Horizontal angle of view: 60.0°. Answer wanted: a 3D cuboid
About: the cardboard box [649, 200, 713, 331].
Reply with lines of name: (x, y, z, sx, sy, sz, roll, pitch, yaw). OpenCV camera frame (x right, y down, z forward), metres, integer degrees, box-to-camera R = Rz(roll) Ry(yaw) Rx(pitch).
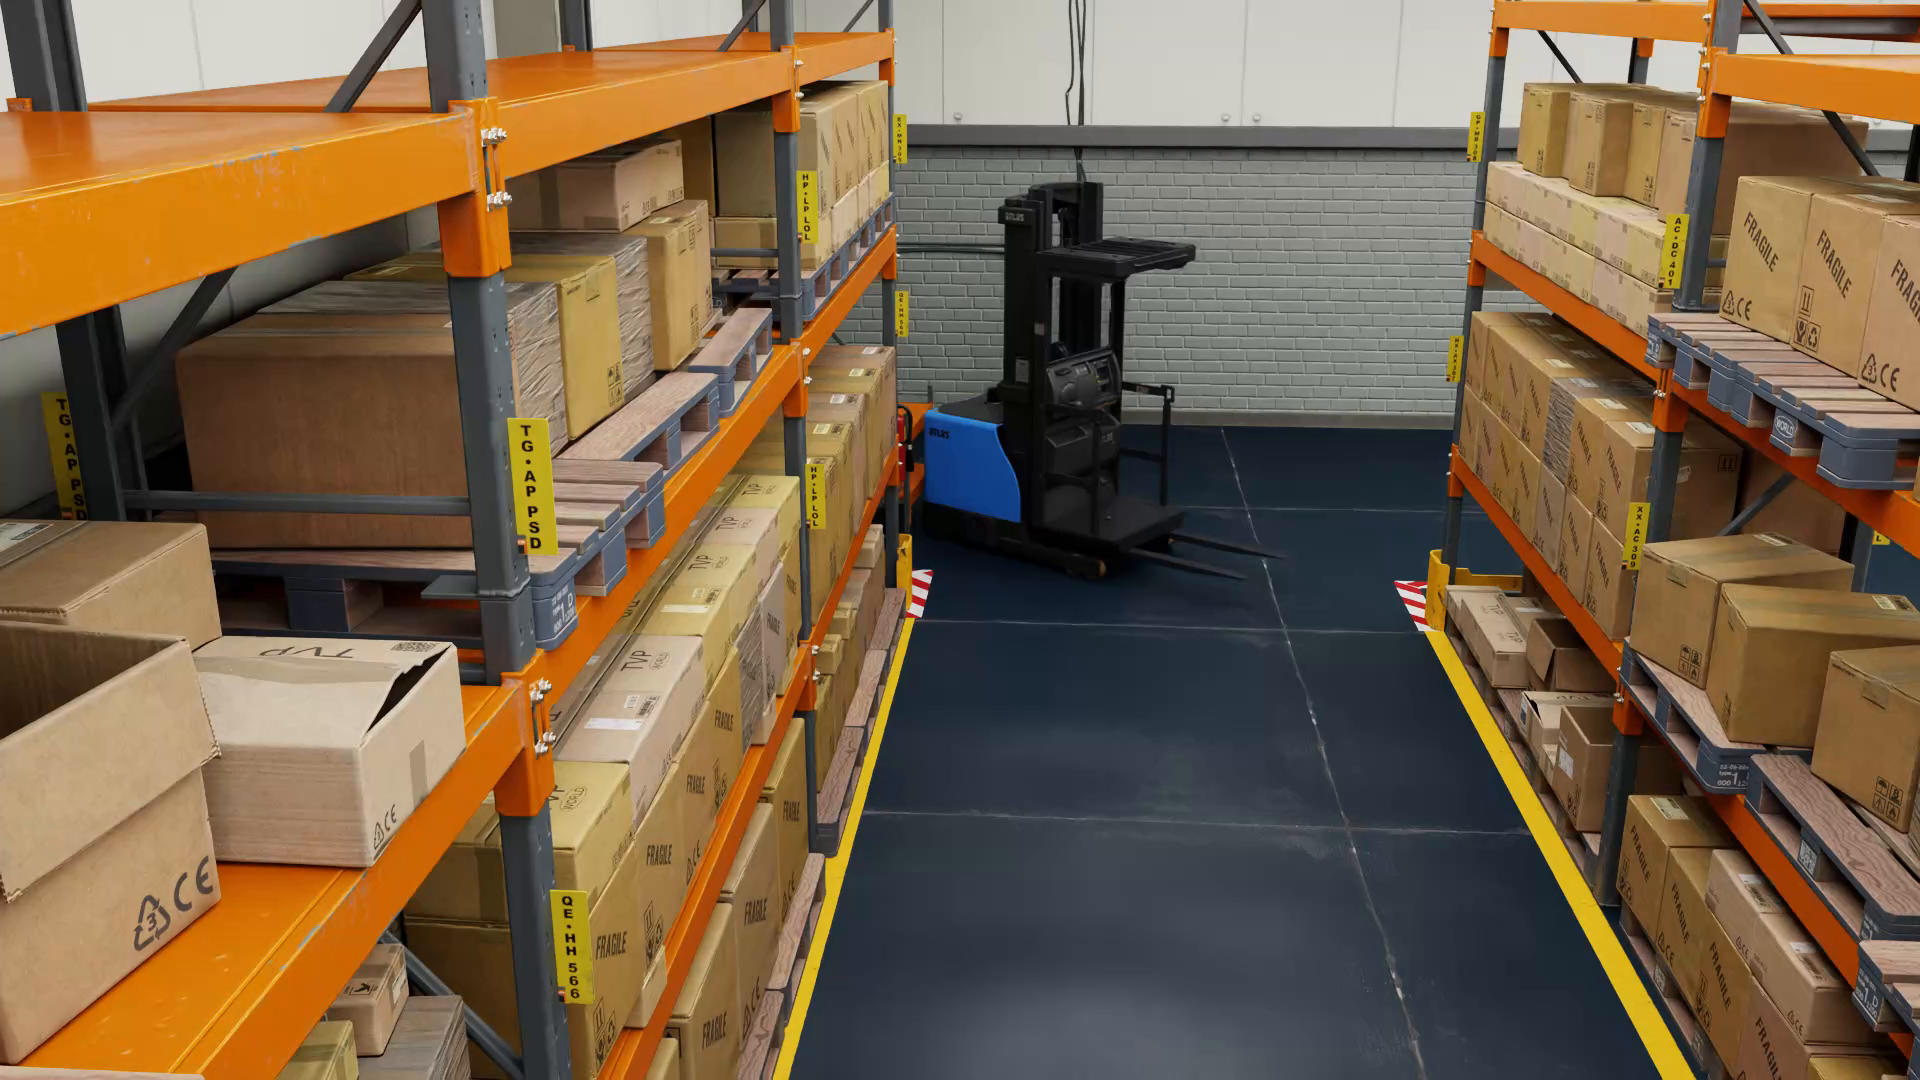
cardboard box: (-1.413, -1.116, 6.827, 0.700, 0.500, 0.500, 0, 18, 1)

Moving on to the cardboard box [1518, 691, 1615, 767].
cardboard box: (3.513, 1.057, 9.491, 0.500, 0.311, 0.500, 1, 18, 4)

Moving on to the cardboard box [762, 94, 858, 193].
cardboard box: (-0.849, -2.191, 9.176, 0.500, 0.500, 0.500, 1, 18, 4)

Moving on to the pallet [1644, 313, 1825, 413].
pallet: (3.584, -0.731, 6.820, 1.213, 0.211, 1.003, 1, 18, 4)

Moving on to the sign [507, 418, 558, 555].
sign: (-0.986, -0.121, 3.827, 0.100, 0.325, 0.005, 1, 18, 4)

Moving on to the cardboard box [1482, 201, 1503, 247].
cardboard box: (3.697, -2.038, 10.749, 0.500, 0.250, 0.500, 1, 18, 4)

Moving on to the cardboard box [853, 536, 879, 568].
cardboard box: (-0.749, 0.076, 11.172, 0.380, 0.149, 0.250, 2, 18, 5)

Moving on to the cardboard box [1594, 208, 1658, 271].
cardboard box: (3.504, -1.499, 8.302, 0.500, 0.250, 0.500, 1, 18, 4)

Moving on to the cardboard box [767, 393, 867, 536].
cardboard box: (-1.085, -0.468, 10.053, 0.980, 0.700, 0.700, 0, 18, 1)

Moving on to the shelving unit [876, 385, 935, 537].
shelving unit: (-0.572, -0.654, 14.113, 0.538, 1.125, 1.048, 3, 18, 10)

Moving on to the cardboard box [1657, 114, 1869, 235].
cardboard box: (3.698, -1.695, 7.696, 0.700, 0.500, 0.500, 1, 18, 4)

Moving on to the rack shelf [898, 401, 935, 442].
rack shelf: (-0.572, -0.932, 14.022, 0.538, 0.278, 1.000, 3, 18, 10)

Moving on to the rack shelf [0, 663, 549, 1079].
rack shelf: (-1.670, 1.075, 2.163, 1.077, 0.370, 4.000, 1, 18, 4)

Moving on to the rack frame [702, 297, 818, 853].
rack frame: (-1.240, 0.295, 8.205, 1.000, 3.000, 0.127, 1, 18, 4)

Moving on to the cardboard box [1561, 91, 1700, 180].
cardboard box: (3.918, -2.315, 9.587, 0.700, 0.500, 0.500, 1, 18, 4)

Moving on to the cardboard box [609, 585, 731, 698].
cardboard box: (-1.137, 0.367, 6.112, 0.500, 0.250, 0.500, 1, 18, 3)

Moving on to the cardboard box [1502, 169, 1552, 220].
cardboard box: (3.648, -2.121, 10.198, 0.500, 0.250, 0.500, 1, 18, 4)

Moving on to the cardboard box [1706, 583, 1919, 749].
cardboard box: (3.458, 0.515, 6.700, 0.700, 0.500, 0.500, 4, 19, 13)

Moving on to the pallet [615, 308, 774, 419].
pallet: (-1.257, -0.753, 6.895, 0.805, 0.209, 1.217, 1, 18, 2)

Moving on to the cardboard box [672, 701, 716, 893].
cardboard box: (-1.154, 0.877, 5.757, 0.500, 0.500, 0.500, 1, 18, 4)

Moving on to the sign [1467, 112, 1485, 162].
sign: (3.446, -2.691, 11.096, 0.100, 0.325, 0.005, 1, 18, 4)

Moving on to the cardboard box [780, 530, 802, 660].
cardboard box: (-1.022, 0.246, 7.685, 0.500, 0.500, 0.500, 1, 18, 3)

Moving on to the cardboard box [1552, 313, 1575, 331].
cardboard box: (4.230, -1.216, 11.050, 0.500, 0.500, 0.500, 1, 18, 3)

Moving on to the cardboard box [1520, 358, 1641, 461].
cardboard box: (3.587, -0.753, 9.637, 0.500, 0.500, 0.500, 1, 18, 3)

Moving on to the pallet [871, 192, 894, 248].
pallet: (-0.996, -2.100, 10.839, 1.003, 0.211, 1.213, 1, 18, 4)

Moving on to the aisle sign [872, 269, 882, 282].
aisle sign: (-0.649, -2.198, 11.639, 0.394, 0.787, 0.004, 1, 18, 4)

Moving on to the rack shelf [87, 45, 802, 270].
rack shelf: (-1.384, -1.403, 5.549, 1.077, 0.370, 4.000, 1, 18, 4)

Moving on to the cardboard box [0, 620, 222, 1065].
cardboard box: (-1.712, 0.454, 2.705, 0.797, 0.503, 0.637, 4, 19, 12)

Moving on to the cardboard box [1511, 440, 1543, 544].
cardboard box: (3.585, -0.282, 9.805, 0.500, 0.500, 0.500, 2, 18, 5)

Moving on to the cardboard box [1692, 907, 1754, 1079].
cardboard box: (3.353, 1.849, 6.770, 0.500, 0.500, 0.500, 2, 18, 5)

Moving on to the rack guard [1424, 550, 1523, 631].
rack guard: (3.982, 0.374, 11.979, 1.175, 0.500, 0.348, 1, 18, 4)

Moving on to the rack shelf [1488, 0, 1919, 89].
rack shelf: (3.844, -2.724, 8.945, 1.077, 0.370, 4.000, 1, 18, 4)

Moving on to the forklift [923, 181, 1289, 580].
forklift: (1.149, -1.268, 13.086, 3.031, 2.935, 1.130, 14, 23, 37)

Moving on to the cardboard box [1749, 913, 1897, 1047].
cardboard box: (3.316, 1.638, 6.210, 0.500, 0.250, 0.500, 1, 18, 3)

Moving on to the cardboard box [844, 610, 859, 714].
cardboard box: (-1.006, 0.738, 10.193, 0.700, 0.500, 0.500, 2, 18, 5)

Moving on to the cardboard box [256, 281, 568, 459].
cardboard box: (-1.564, -0.462, 4.832, 0.700, 0.500, 0.500, 0, 18, 1)

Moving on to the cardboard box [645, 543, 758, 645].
cardboard box: (-1.102, 0.208, 6.595, 0.500, 0.250, 0.500, 2, 18, 5)

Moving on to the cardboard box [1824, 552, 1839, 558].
cardboard box: (4.009, 0.205, 8.320, 0.500, 0.500, 0.500, 2, 18, 5)

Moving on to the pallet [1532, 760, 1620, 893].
pallet: (3.751, 1.517, 8.956, 1.003, 0.211, 1.213, 1, 18, 4)

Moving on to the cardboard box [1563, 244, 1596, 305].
cardboard box: (3.544, -1.417, 8.854, 0.500, 0.250, 0.500, 1, 18, 4)

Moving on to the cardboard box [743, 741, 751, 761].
cardboard box: (-1.084, 0.833, 6.936, 0.380, 0.149, 0.250, 1, 18, 4)

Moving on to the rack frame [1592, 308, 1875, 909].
rack frame: (3.701, 0.405, 7.871, 1.000, 3.000, 0.127, 1, 18, 4)

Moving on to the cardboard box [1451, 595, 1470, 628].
cardboard box: (3.597, 0.500, 11.424, 0.380, 0.166, 0.250, 1, 18, 4)

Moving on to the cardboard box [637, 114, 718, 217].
cardboard box: (-1.423, -1.885, 8.241, 0.500, 0.500, 0.500, 1, 18, 3)

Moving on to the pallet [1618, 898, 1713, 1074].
pallet: (3.680, 1.983, 7.532, 1.003, 0.211, 1.213, 1, 18, 4)

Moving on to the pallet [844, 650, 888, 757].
pallet: (-1.023, 1.006, 10.514, 1.003, 0.211, 1.213, 1, 18, 4)

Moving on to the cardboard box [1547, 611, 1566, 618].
cardboard box: (4.076, 0.598, 11.125, 0.380, 0.166, 0.250, 1, 18, 4)

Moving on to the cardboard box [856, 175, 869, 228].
cardboard box: (-0.810, -1.992, 9.772, 0.500, 0.250, 0.500, 1, 18, 2)

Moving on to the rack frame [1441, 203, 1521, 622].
rack frame: (3.988, -0.838, 11.662, 1.000, 3.000, 0.127, 1, 18, 4)

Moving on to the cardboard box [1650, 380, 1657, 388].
cardboard box: (4.089, -0.578, 9.103, 0.500, 0.500, 0.500, 1, 18, 2)

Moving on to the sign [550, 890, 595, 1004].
sign: (-0.985, 1.034, 4.217, 0.100, 0.325, 0.005, 1, 18, 4)

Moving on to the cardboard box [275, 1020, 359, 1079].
cardboard box: (-1.530, 1.181, 3.593, 0.380, 0.149, 0.250, -2, 18, -5)

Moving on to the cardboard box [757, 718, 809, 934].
cardboard box: (-1.157, 1.322, 7.849, 0.750, 0.750, 0.750, 1, 18, 5)

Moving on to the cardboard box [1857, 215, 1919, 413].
cardboard box: (3.498, -0.746, 5.570, 0.600, 0.600, 0.600, 1, 18, 2)
